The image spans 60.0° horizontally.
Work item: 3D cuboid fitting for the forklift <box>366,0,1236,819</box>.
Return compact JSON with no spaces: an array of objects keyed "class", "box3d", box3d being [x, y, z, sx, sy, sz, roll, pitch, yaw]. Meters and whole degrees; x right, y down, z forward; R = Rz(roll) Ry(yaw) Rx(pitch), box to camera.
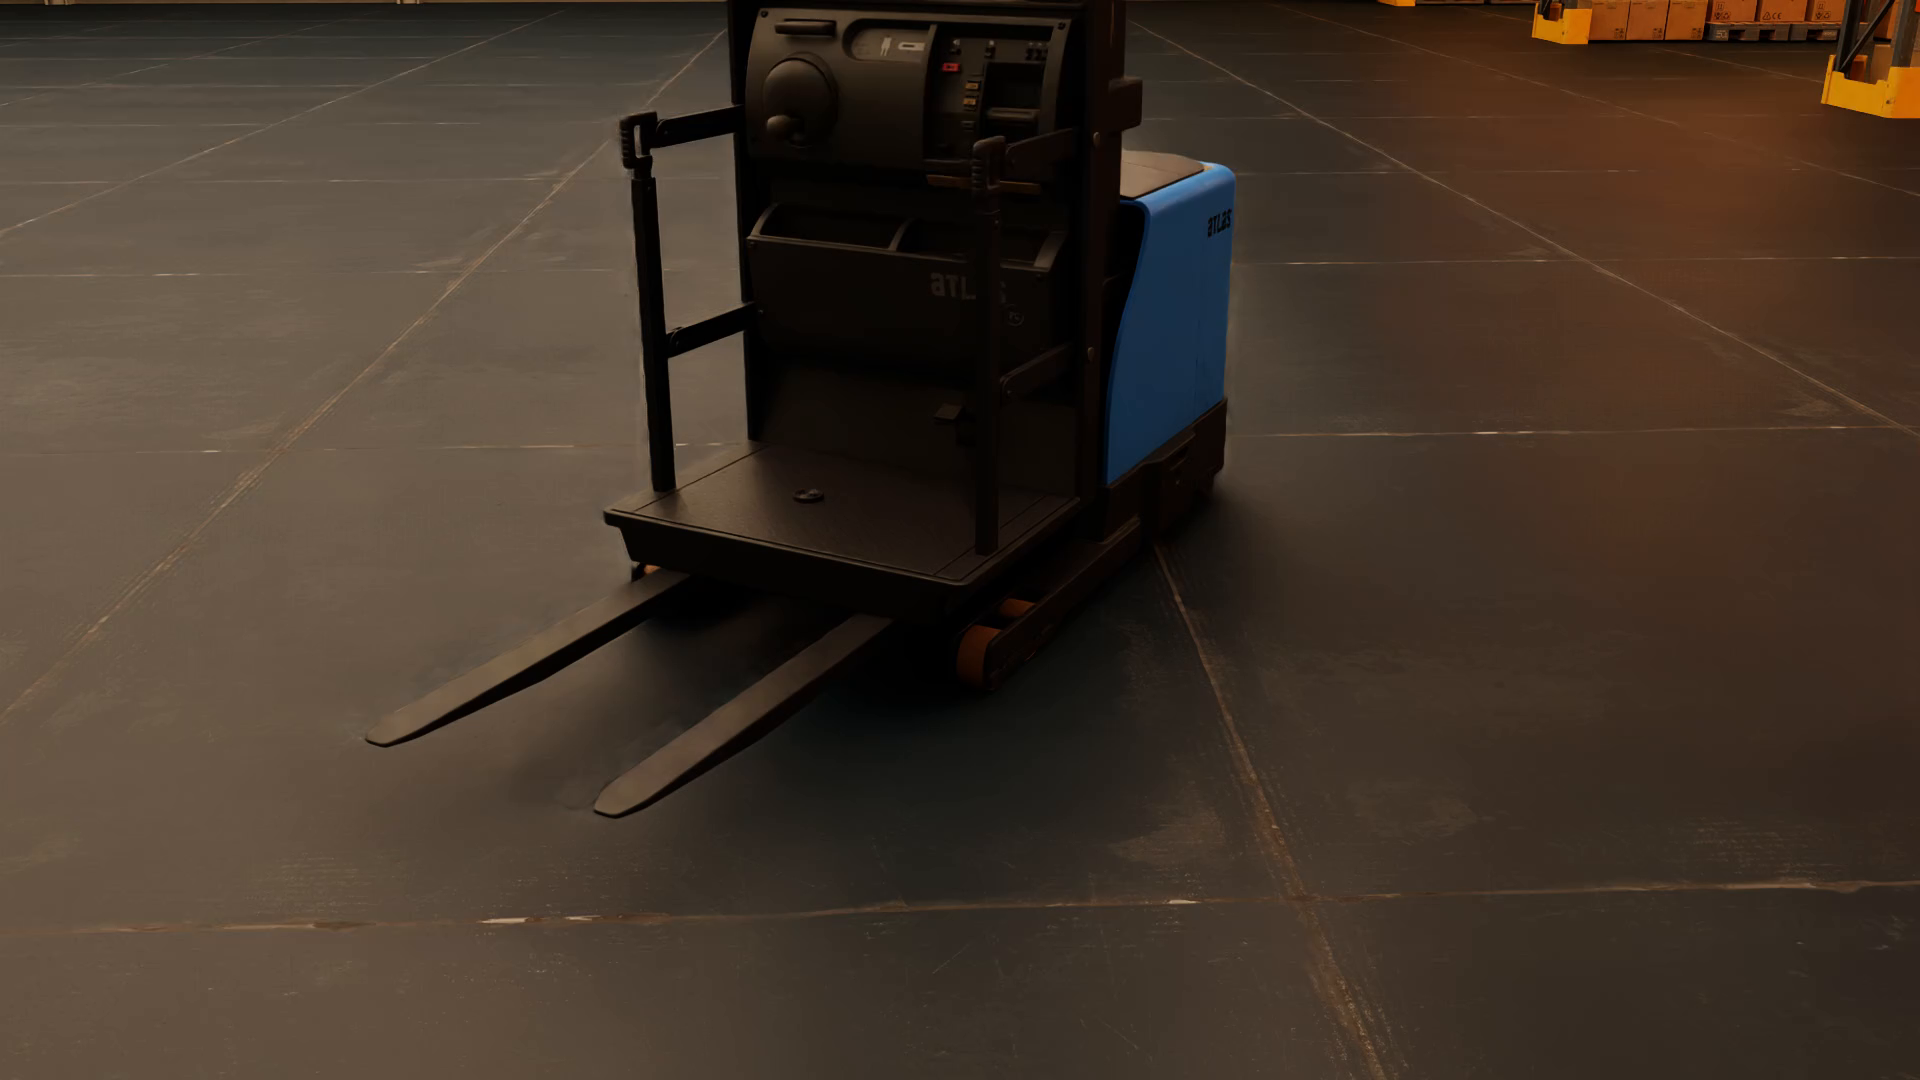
[{"class":"forklift","box3d":[-0.248,-1.169,4.139,1.130,2.935,3.031,11,24,26]}]
